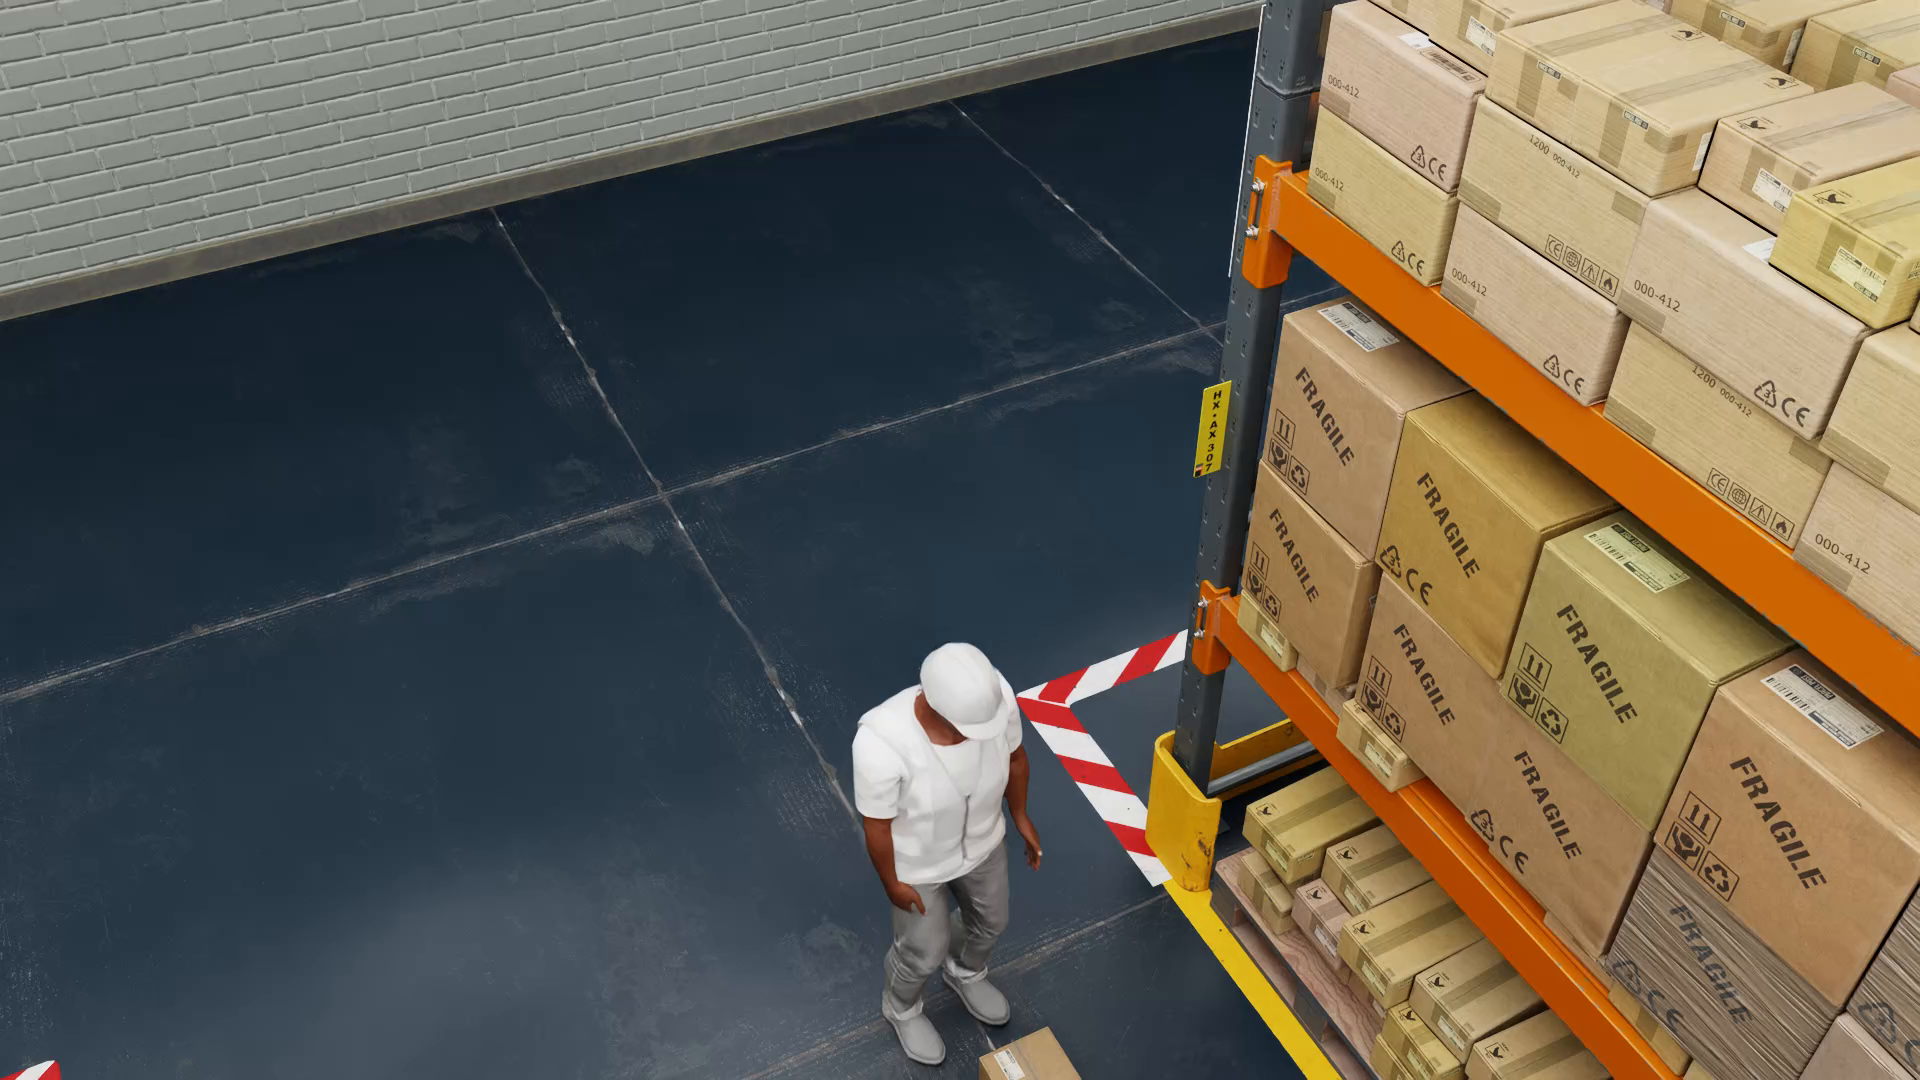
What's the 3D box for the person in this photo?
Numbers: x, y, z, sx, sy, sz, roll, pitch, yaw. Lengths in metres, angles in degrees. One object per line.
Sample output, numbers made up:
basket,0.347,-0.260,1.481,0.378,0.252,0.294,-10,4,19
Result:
person,-0.028,0.937,5.081,0.578,1.743,0.396,-25,47,-26
